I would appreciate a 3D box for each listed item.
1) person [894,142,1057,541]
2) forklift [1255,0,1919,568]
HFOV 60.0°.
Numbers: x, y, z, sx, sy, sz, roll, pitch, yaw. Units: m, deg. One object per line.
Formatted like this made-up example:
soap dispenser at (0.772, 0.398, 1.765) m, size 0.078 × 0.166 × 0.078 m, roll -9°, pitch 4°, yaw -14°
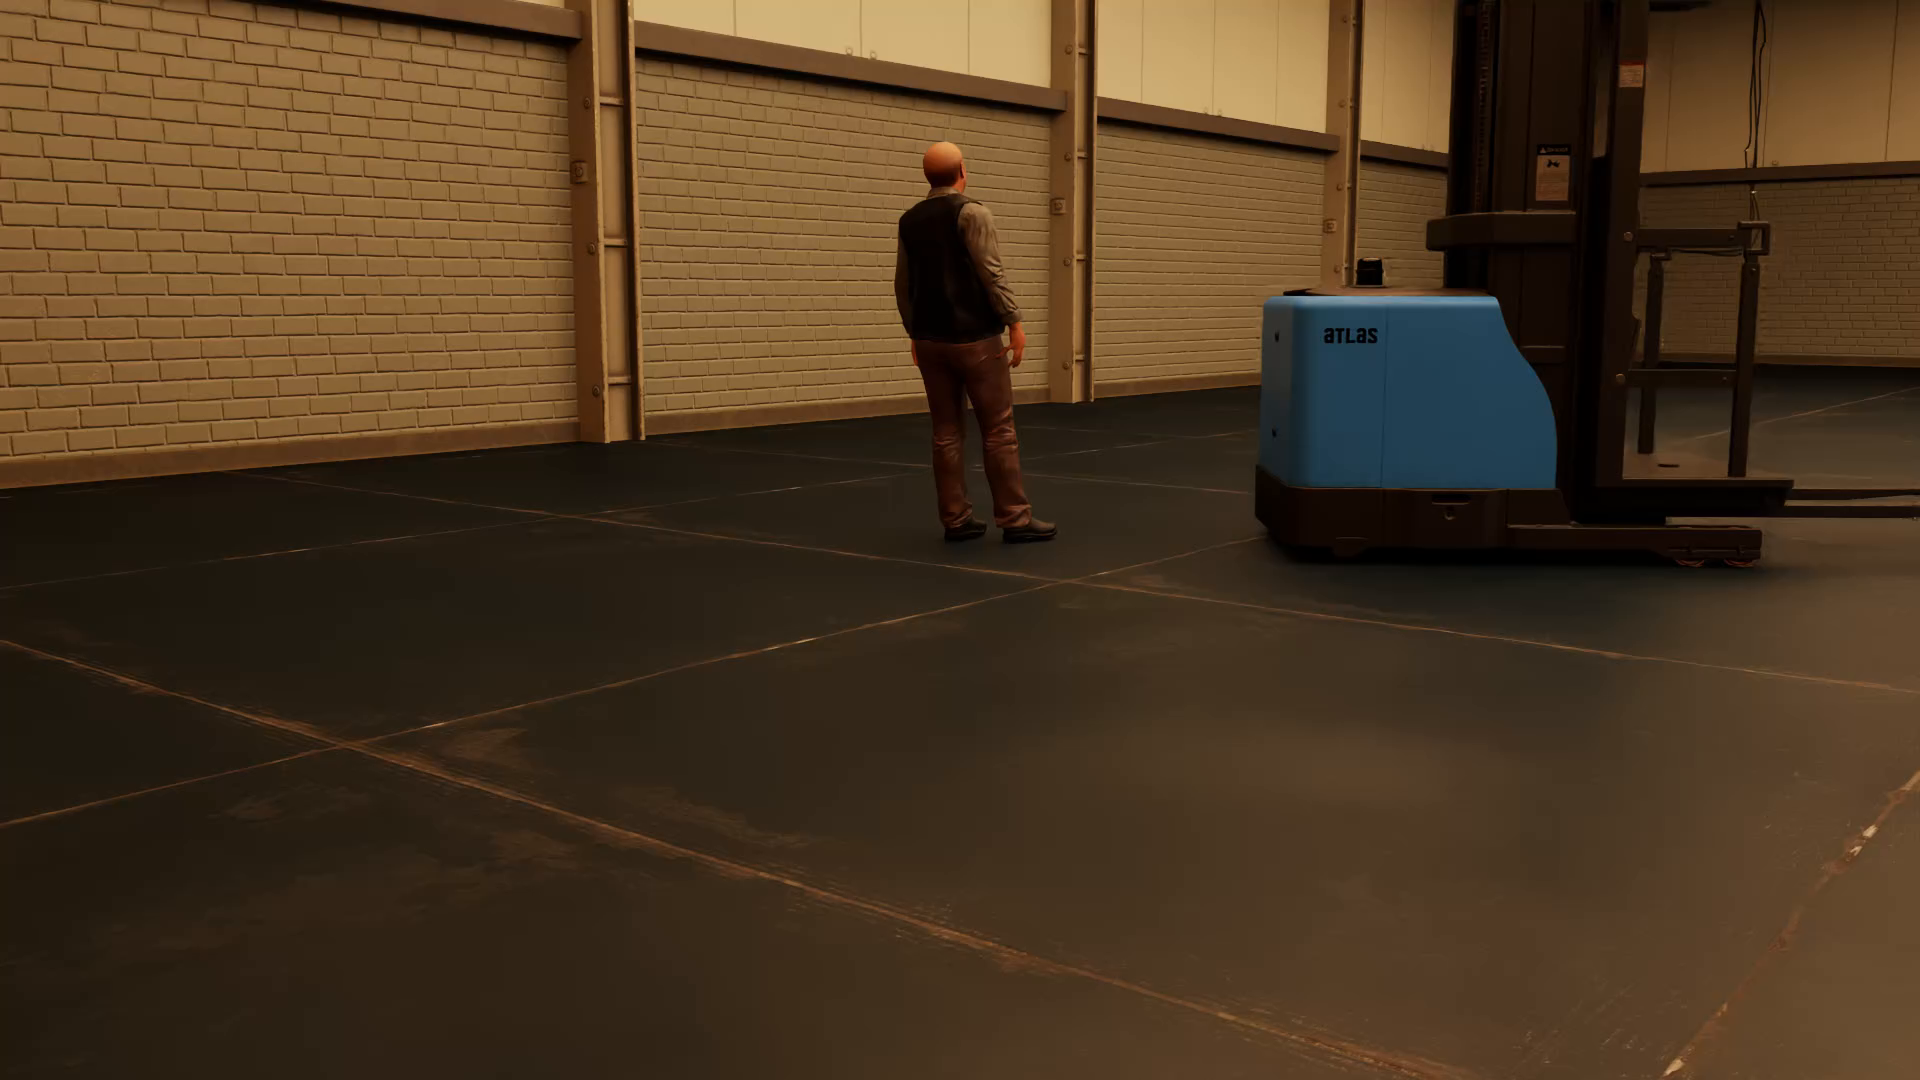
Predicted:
person at (0.045, -0.865, 7.323) m, size 0.633 × 1.722 × 0.566 m, roll 7°, pitch 11°, yaw 38°
forklift at (2.854, -1.418, 6.975) m, size 3.031 × 2.935 × 1.130 m, roll 0°, pitch 8°, yaw 2°
